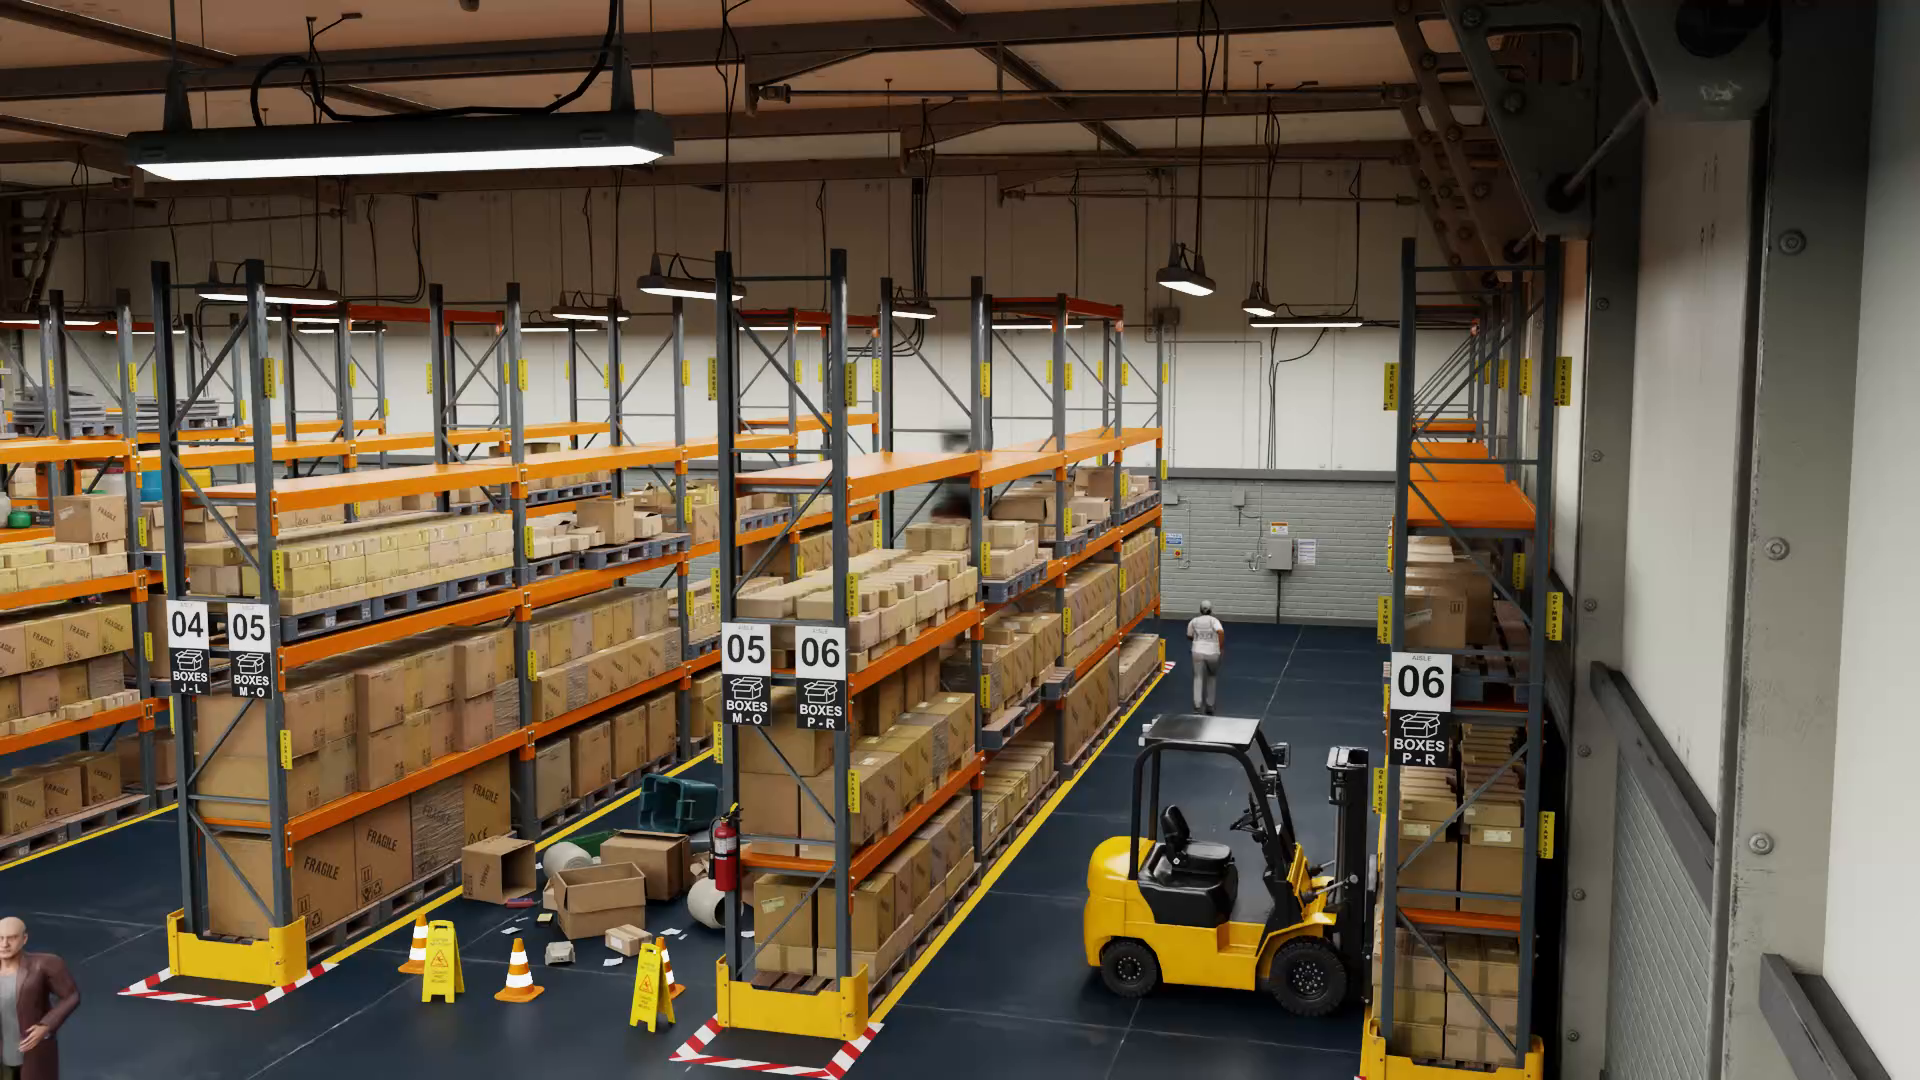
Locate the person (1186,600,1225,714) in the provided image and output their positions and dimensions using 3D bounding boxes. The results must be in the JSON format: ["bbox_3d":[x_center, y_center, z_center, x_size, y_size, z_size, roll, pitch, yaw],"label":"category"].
[{"bbox_3d":[3.598,1.747,24.446,0.580,1.711,0.855,1,6,11],"label":"person"}]

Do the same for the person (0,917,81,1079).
[{"bbox_3d":[-5.818,3.198,10.298,0.712,1.799,0.982,-2,6,-20],"label":"person"}]
